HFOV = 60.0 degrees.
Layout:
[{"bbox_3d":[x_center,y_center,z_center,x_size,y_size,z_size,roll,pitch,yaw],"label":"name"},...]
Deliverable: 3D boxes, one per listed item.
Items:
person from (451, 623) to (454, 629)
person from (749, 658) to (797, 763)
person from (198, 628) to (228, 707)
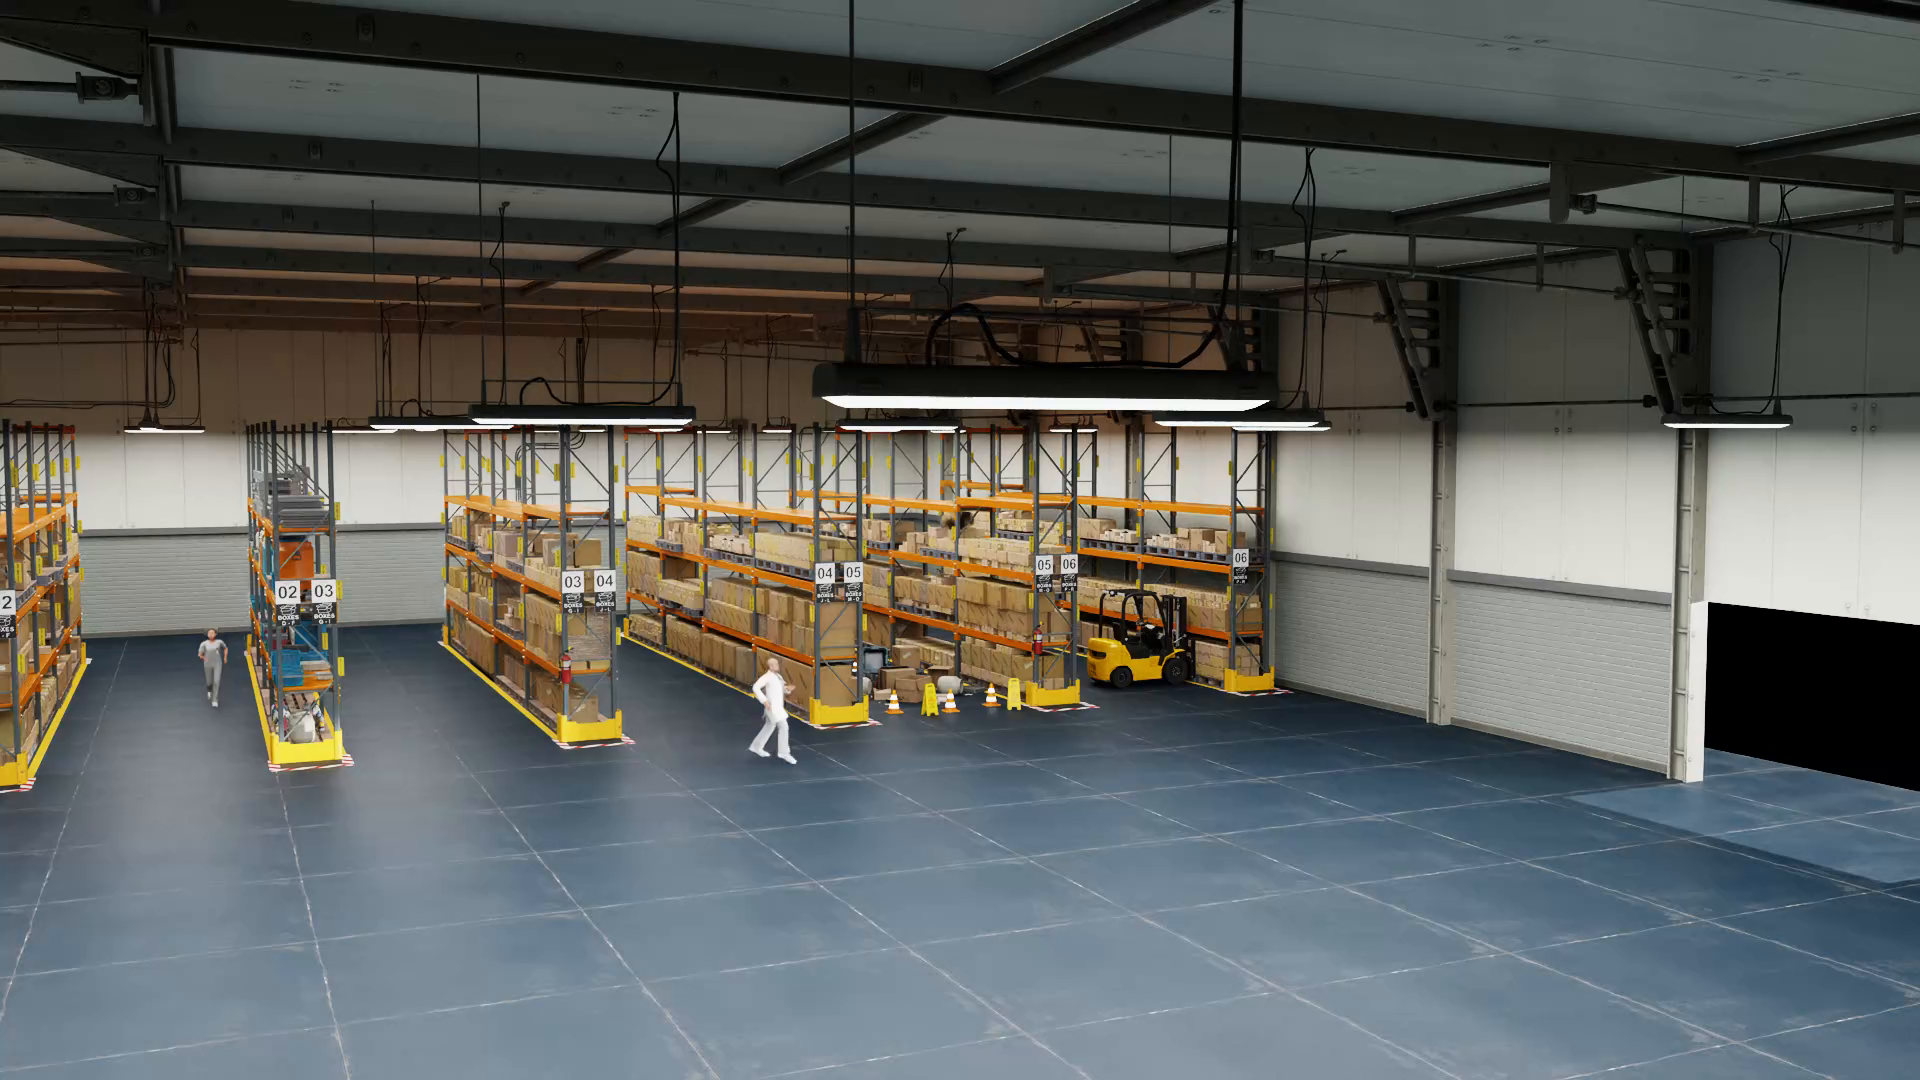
[{"bbox_3d":[-14.164,1.935,47.081,0.795,1.671,0.637,-1,4,-16],"label":"person"},{"bbox_3d":[-3.297,2.994,29.247,0.902,1.836,0.676,0,4,7],"label":"person"},{"bbox_3d":[-15.862,2.687,35.337,0.584,1.630,0.970,-2,4,-26],"label":"person"}]
